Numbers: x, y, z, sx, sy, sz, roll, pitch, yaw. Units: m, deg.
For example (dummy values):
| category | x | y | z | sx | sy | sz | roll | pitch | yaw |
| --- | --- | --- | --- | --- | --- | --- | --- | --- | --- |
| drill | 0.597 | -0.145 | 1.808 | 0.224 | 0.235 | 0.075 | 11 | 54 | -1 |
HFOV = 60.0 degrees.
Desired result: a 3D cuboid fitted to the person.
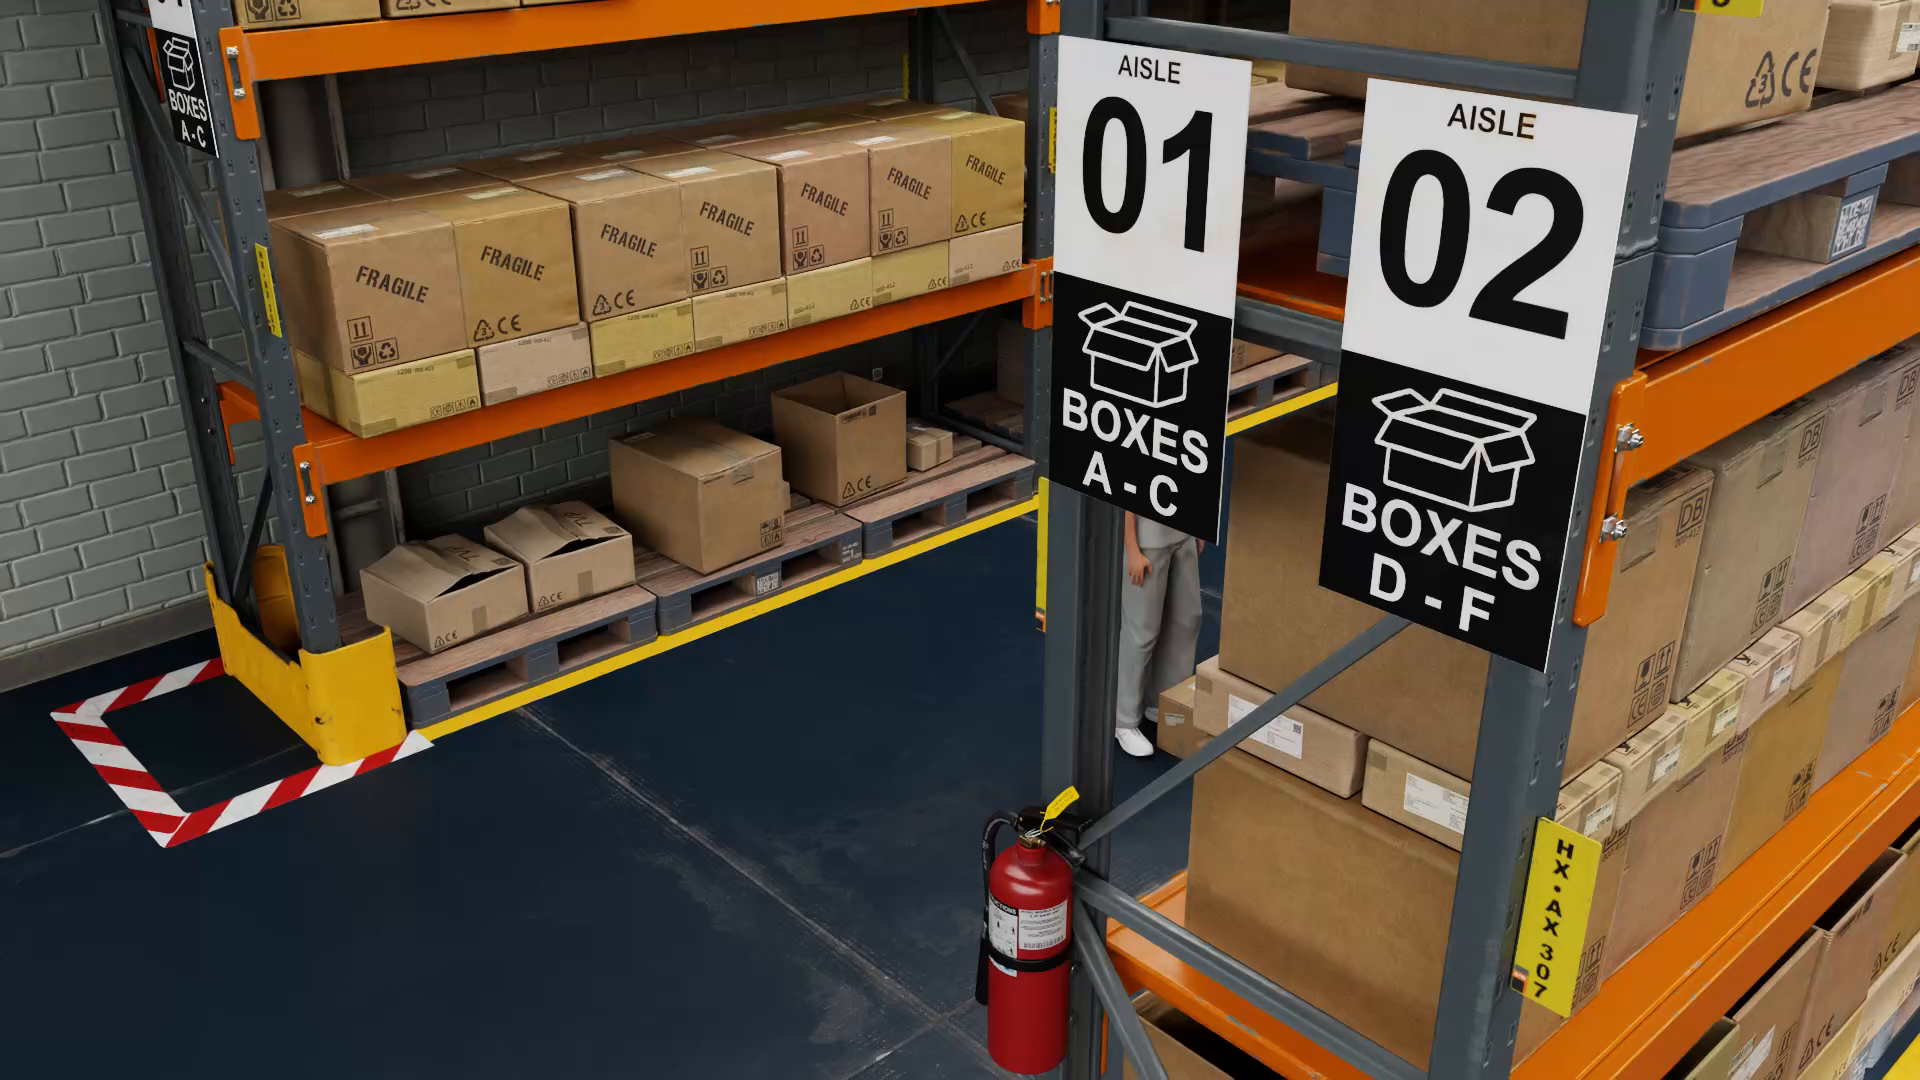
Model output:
| category | x | y | z | sx | sy | sz | roll | pitch | yaw |
| --- | --- | --- | --- | --- | --- | --- | --- | --- | --- |
| person | 0.821 | 0.018 | 6.568 | 0.416 | 1.671 | 0.514 | 21 | 32 | 39 |
